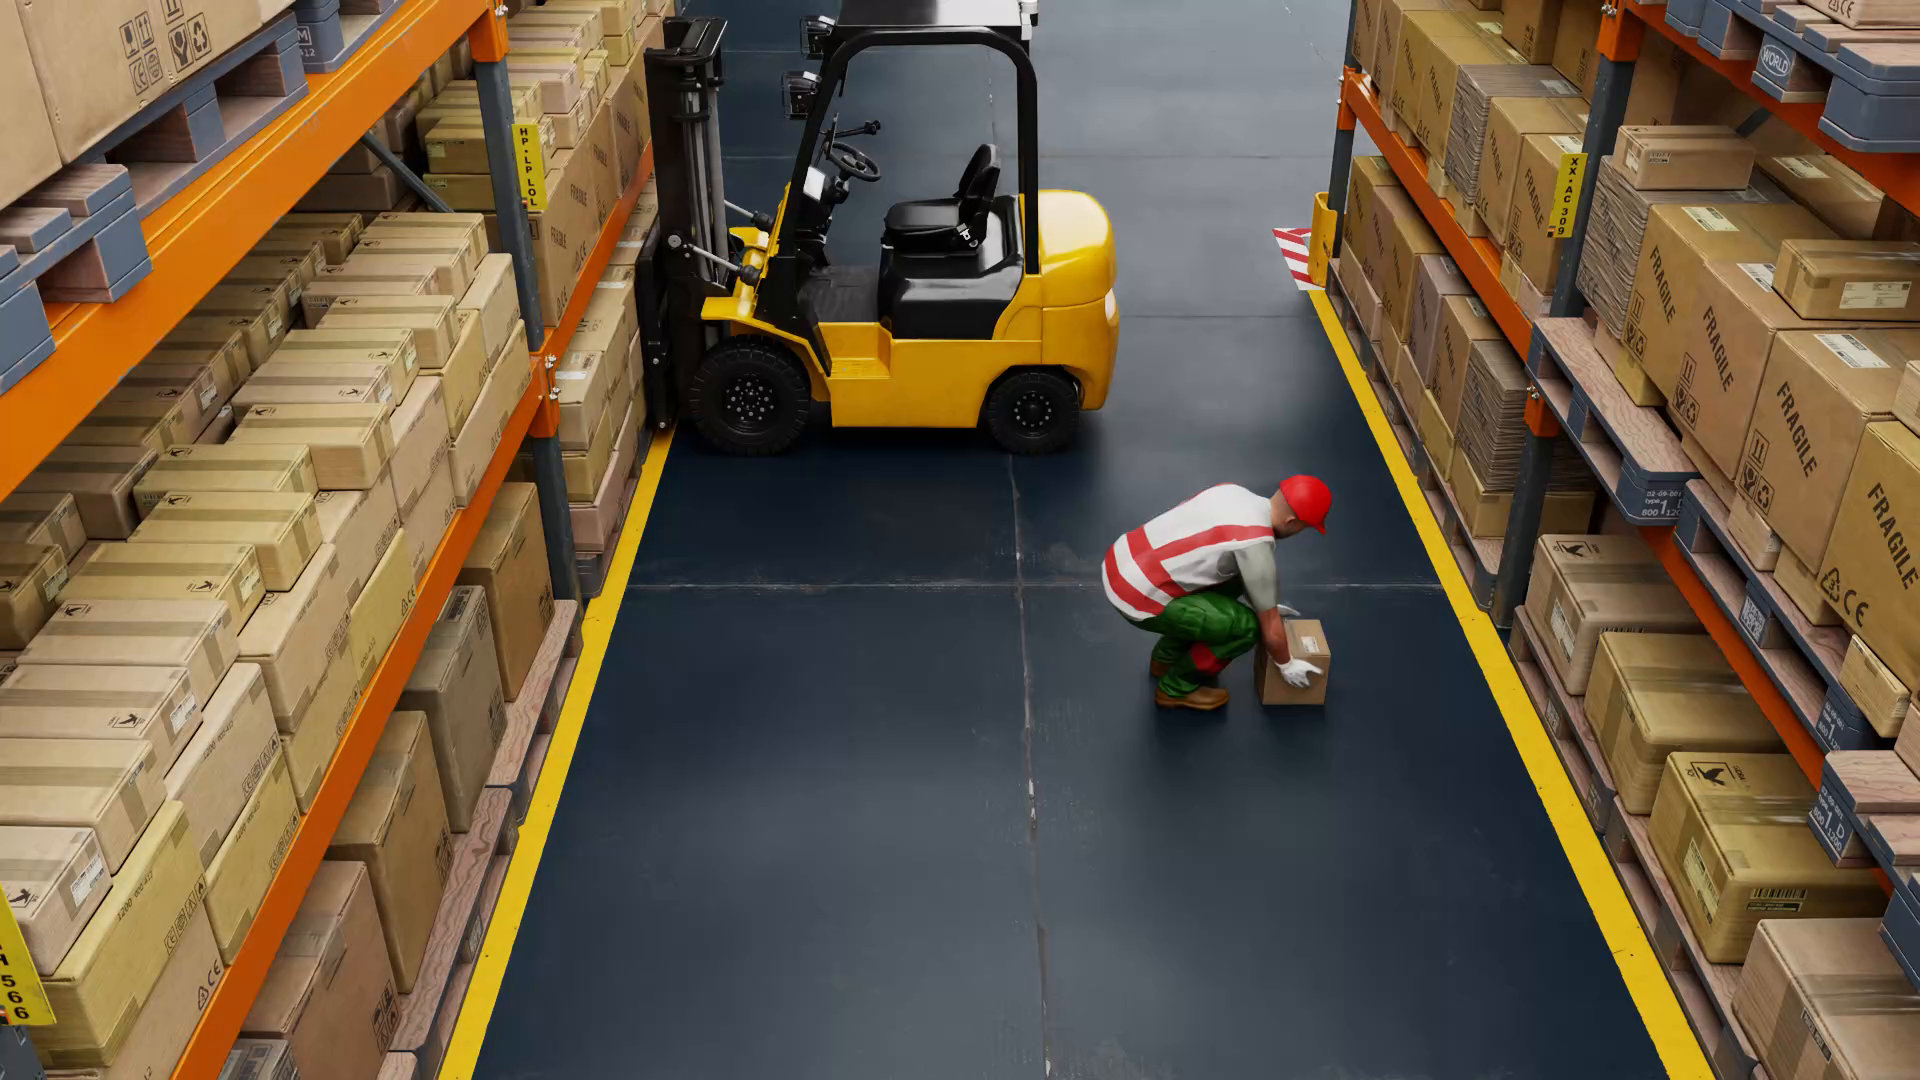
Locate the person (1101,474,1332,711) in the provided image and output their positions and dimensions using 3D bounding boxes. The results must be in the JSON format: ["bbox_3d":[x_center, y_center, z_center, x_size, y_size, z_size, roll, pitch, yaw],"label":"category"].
[{"bbox_3d":[1.002,0.180,6.623,0.882,0.954,0.565,0,31,0],"label":"person"}]
